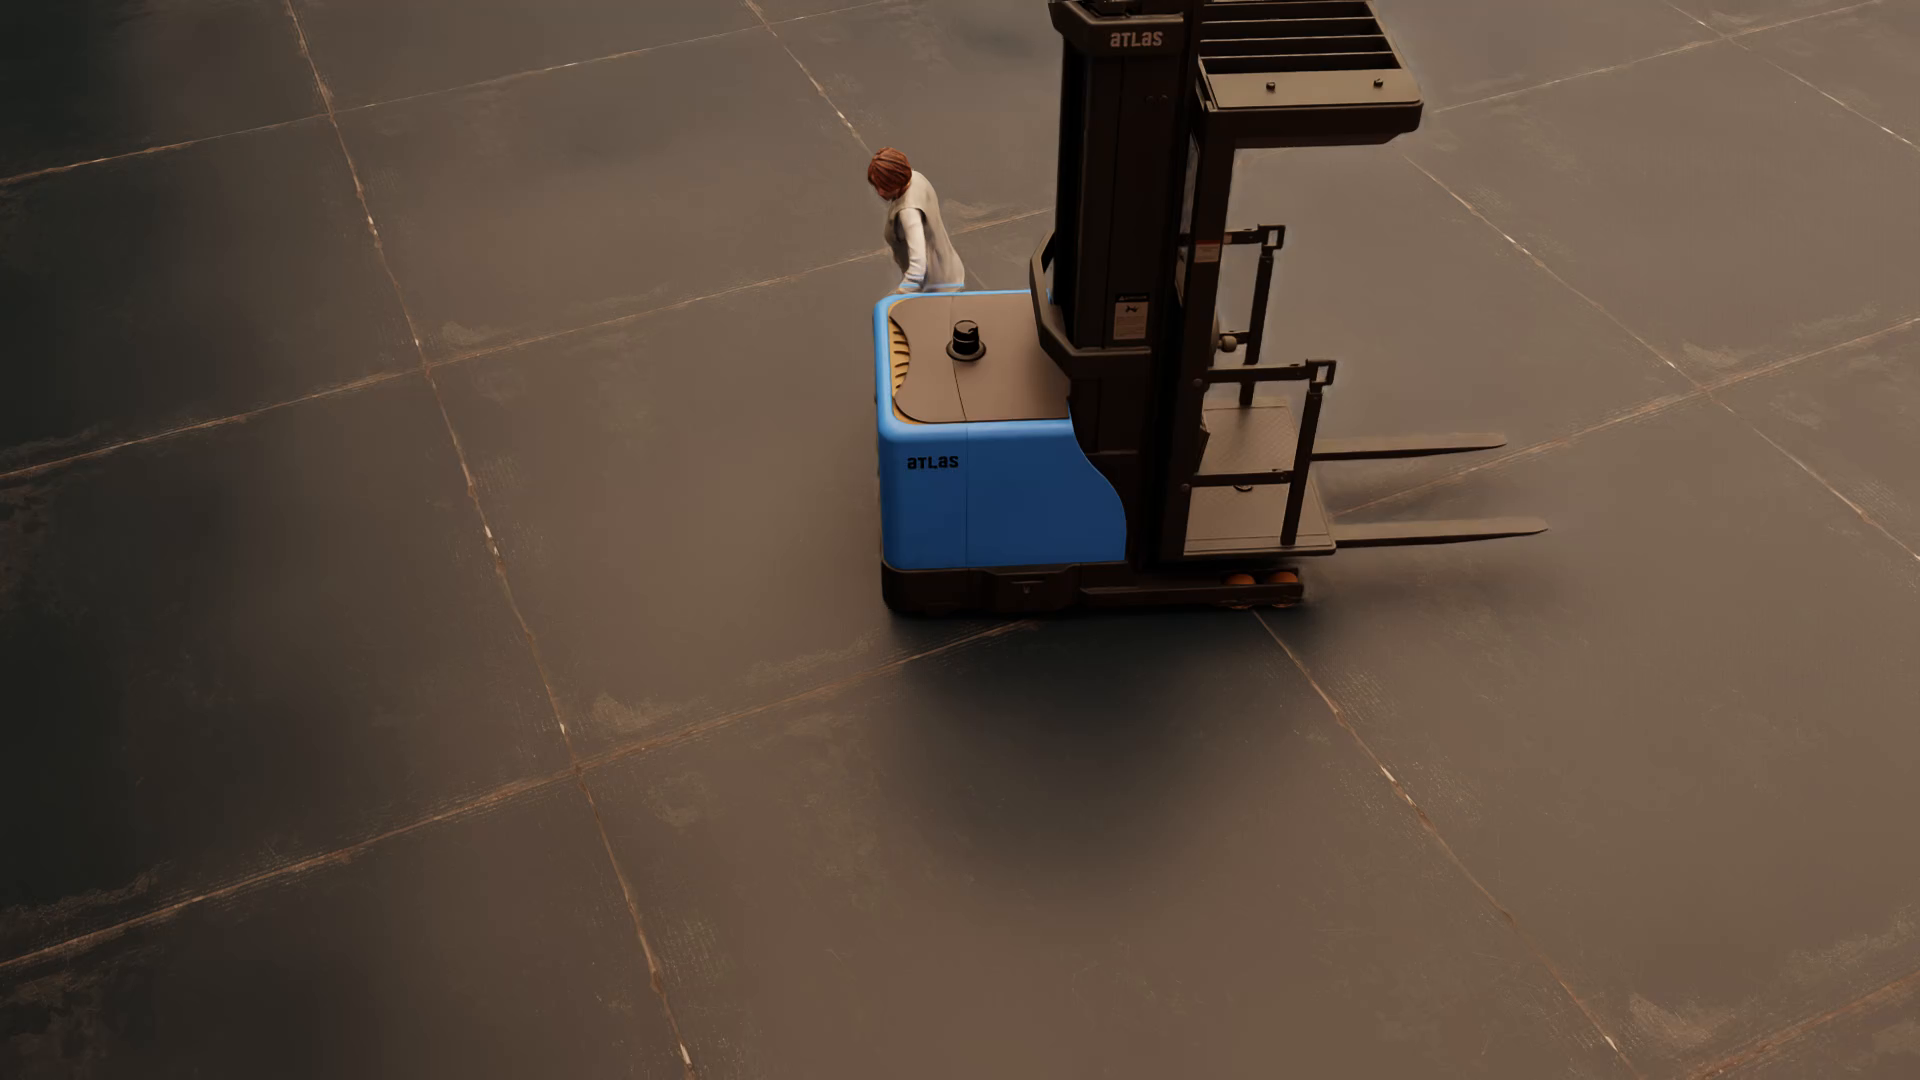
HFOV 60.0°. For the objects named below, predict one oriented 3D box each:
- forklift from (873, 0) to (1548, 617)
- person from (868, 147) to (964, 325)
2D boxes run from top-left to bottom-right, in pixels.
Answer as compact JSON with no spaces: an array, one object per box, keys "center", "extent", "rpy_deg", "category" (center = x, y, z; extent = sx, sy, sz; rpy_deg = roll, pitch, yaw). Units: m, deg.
[{"center":[1.140,-1.120,6.880],"extent":[3.031,2.935,1.130],"rpy_deg":[-2,43,-3],"category":"forklift"},{"center":[-0.157,-1.294,8.217],"extent":[0.583,1.394,0.692],"rpy_deg":[15,45,16],"category":"person"}]
